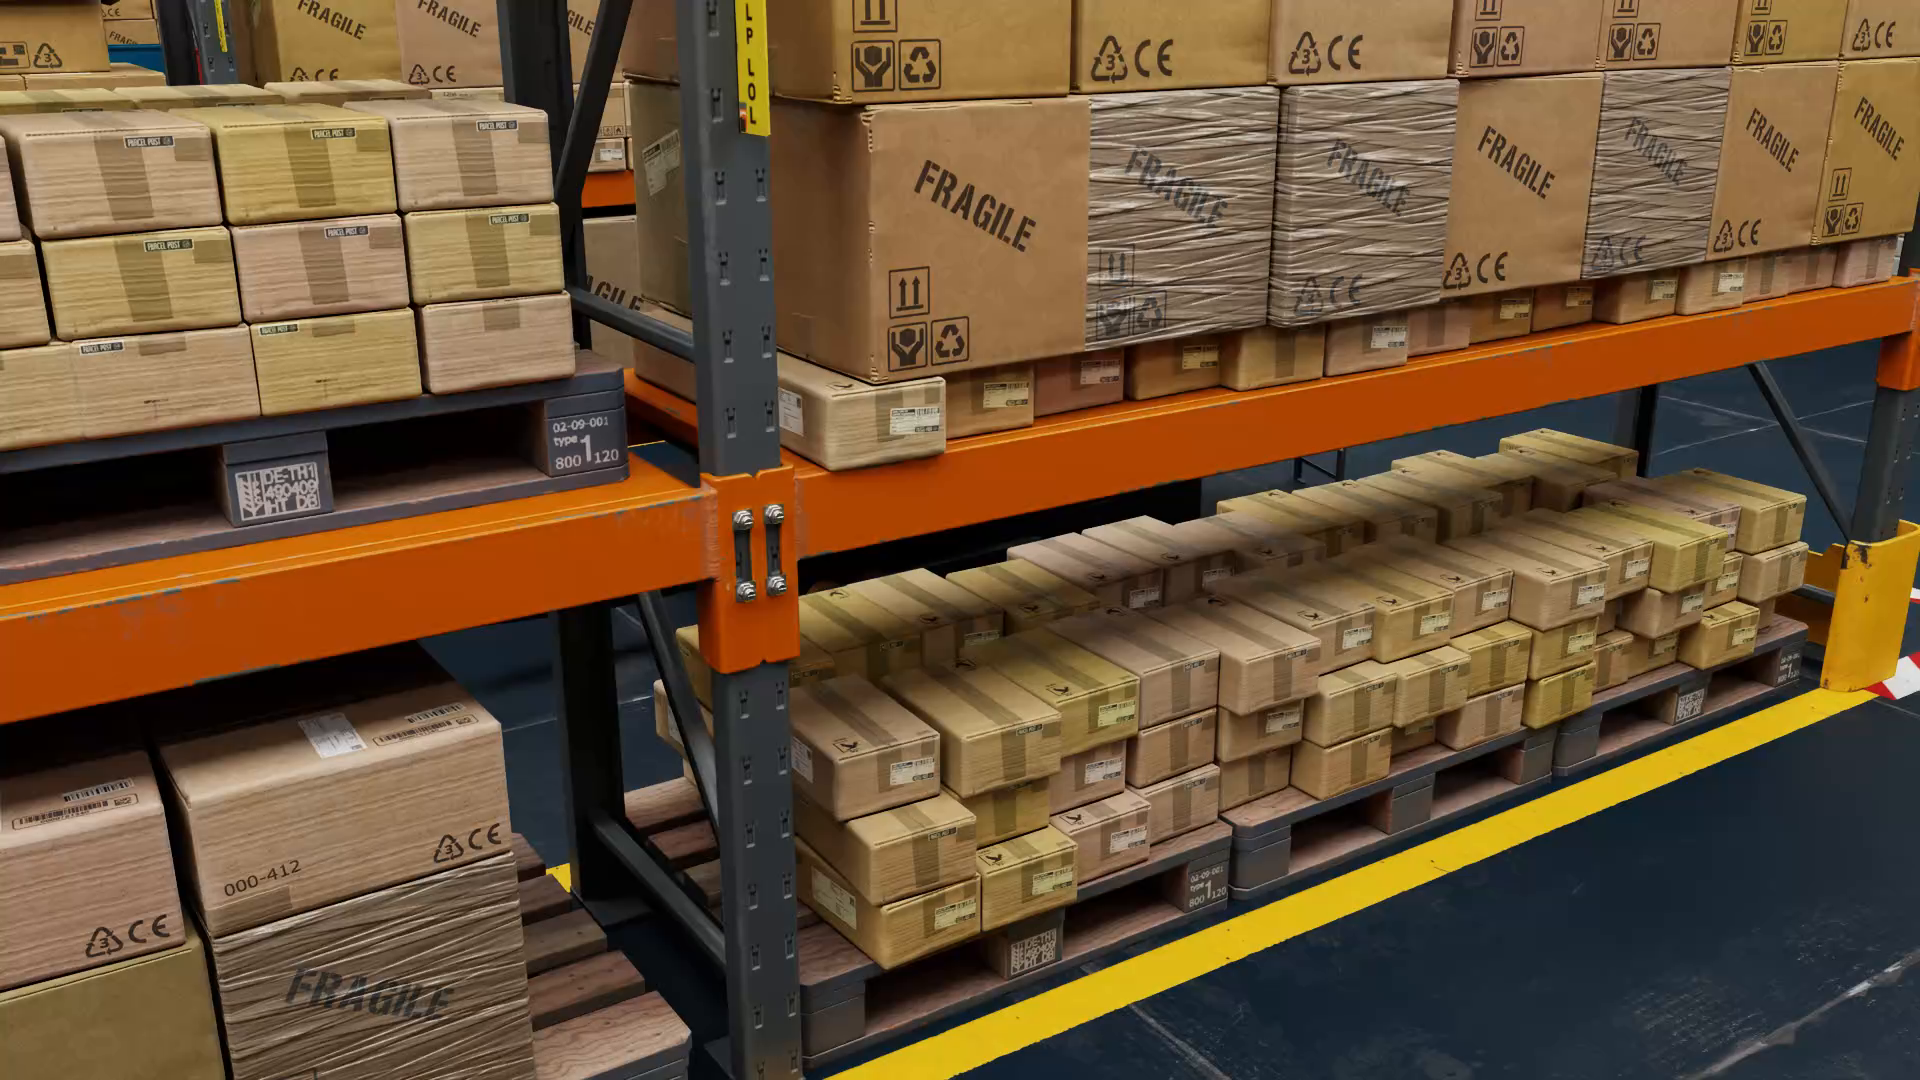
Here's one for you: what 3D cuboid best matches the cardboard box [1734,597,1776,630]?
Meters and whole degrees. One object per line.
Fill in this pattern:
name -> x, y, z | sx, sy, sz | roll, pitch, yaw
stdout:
cardboard box -> 2.371, 0.174, 5.341 | 0.250, 0.149, 0.380 | -11, 22, -30

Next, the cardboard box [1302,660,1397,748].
cardboard box -> 0.895, 0.374, 4.287 | 0.250, 0.149, 0.380 | -12, 22, -32

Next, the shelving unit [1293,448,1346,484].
shelving unit -> 1.238, -0.893, 7.046 | 0.755, 1.500, 0.431 | -6, 20, -17

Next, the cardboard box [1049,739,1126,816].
cardboard box -> 0.179, 0.490, 3.942 | 0.250, 0.149, 0.380 | -12, 22, -32

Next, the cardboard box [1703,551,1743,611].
cardboard box -> 2.164, 0.086, 5.138 | 0.250, 0.149, 0.380 | -13, 22, -33

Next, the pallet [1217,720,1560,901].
pallet -> 0.916, 0.556, 4.771 | 1.213, 0.211, 1.003 | -12, 22, -31

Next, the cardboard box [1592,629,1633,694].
cardboard box -> 1.744, 0.317, 4.918 | 0.250, 0.149, 0.380 | -12, 22, -31

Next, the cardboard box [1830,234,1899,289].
cardboard box -> 2.579, -0.874, 5.037 | 0.250, 0.149, 0.380 | -12, 22, -31

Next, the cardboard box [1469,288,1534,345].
cardboard box -> 1.242, -0.619, 4.285 | 0.250, 0.149, 0.380 | -11, 22, -30

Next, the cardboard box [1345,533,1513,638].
cardboard box -> 1.279, 0.121, 4.569 | 0.250, 0.149, 0.380 | -13, 23, -33

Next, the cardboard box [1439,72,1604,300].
cardboard box -> 1.188, -0.900, 4.102 | 0.500, 0.500, 0.500 | -11, 21, -29

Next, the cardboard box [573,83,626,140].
cardboard box -> -1.905, -2.027, 7.827 | 0.500, 0.250, 0.500 | -11, 22, -30

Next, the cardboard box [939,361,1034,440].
cardboard box -> -0.054, -0.330, 3.429 | 0.250, 0.149, 0.380 | -11, 22, -30

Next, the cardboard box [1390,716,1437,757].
cardboard box -> 1.074, 0.446, 4.537 | 0.250, 0.149, 0.380 | -11, 22, -30

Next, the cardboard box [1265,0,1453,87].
cardboard box -> 0.728, -1.273, 3.645 | 0.500, 0.500, 0.500 | -11, 22, -31

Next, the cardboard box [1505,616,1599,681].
cardboard box -> 1.553, 0.241, 4.679 | 0.250, 0.149, 0.380 | -12, 22, -31

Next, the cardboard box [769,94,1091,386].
cardboard box -> -0.093, -0.629, 3.302 | 0.500, 0.500, 0.500 | -12, 22, -32

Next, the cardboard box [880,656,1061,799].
cardboard box -> 0.019, 0.411, 3.713 | 0.250, 0.149, 0.380 | -11, 21, -29

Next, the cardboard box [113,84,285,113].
cardboard box -> -1.457, -0.786, 3.193 | 0.250, 0.149, 0.380 | -11, 22, -30

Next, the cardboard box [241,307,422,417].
cardboard box -> -1.085, -0.332, 2.780 | 0.250, 0.149, 0.380 | -12, 22, -31

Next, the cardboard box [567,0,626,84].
cardboard box -> -1.901, -2.384, 7.712 | 0.500, 0.500, 0.500 | -13, 22, -33

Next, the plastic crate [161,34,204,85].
plastic crate -> -5.129, -3.239, 11.449 | 0.583, 0.464, 0.402 | -12, 22, -31

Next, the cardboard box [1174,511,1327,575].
cardboard box -> 0.826, 0.053, 4.773 | 0.250, 0.149, 0.380 | -12, 22, -31

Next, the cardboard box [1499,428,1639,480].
cardboard box -> 2.071, -0.254, 5.681 | 0.250, 0.149, 0.380 | -13, 23, -34

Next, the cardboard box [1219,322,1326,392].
cardboard box -> 0.617, -0.464, 3.826 | 0.250, 0.149, 0.380 | -11, 22, -30

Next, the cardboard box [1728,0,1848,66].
cardboard box -> 2.027, -1.551, 4.468 | 0.500, 0.500, 0.500 | -13, 23, -33

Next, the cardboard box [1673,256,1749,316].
cardboard box -> 1.949, -0.740, 4.644 | 0.250, 0.149, 0.380 | -11, 22, -30

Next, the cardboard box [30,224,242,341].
cardboard box -> -1.297, -0.429, 2.603 | 0.250, 0.149, 0.380 | -11, 21, -29

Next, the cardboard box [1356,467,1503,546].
cardboard box -> 1.465, -0.098, 5.217 | 0.250, 0.149, 0.380 | -13, 23, -34

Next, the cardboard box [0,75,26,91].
cardboard box -> -3.946, -1.572, 6.555 | 0.500, 0.500, 0.500 | -11, 22, -30

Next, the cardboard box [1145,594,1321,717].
cardboard box -> 0.666, 0.278, 4.106 | 0.250, 0.149, 0.380 | -11, 22, -30

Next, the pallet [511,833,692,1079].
pallet -> -1.295, 1.037, 3.346 | 1.213, 0.211, 1.003 | -12, 22, -31

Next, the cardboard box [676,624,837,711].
cardboard box -> -0.491, 0.316, 3.992 | 0.250, 0.149, 0.380 | -11, 22, -30

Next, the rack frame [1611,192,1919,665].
rack frame -> 2.696, -1.126, 5.391 | 0.127, 3.000, 1.000 | -12, 22, -31

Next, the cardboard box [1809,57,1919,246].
cardboard box -> 2.462, -1.166, 4.889 | 0.500, 0.500, 0.500 | -11, 22, -30

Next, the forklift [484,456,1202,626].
forklift -> -0.516, -1.273, 5.933 | 3.031, 2.935, 1.130 | -13, 22, -33

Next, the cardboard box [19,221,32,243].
cardboard box -> -1.658, -0.604, 3.119 | 0.250, 0.149, 0.380 | -11, 22, -30

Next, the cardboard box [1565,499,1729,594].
cardboard box -> 2.005, 0.014, 4.888 | 0.250, 0.149, 0.380 | -12, 22, -33

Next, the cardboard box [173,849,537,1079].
cardboard box -> -1.125, 0.762, 3.055 | 0.500, 0.500, 0.500 | -12, 22, -32

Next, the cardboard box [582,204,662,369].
cardboard box -> -1.942, -1.211, 8.306 | 0.875, 0.875, 0.875 | -12, 22, -31

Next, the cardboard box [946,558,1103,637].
cardboard box -> 0.164, 0.190, 4.365 | 0.250, 0.149, 0.380 | -11, 22, -30

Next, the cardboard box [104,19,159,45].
cardboard box -> -7.732, -4.571, 15.426 | 0.500, 0.500, 0.500 | -11, 22, -30

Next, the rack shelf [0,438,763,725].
rack shelf -> -2.316, 0.272, 2.380 | 4.000, 0.370, 1.077 | -12, 22, -31

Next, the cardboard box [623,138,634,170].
cardboard box -> -1.558, -1.885, 8.028 | 0.250, 0.149, 0.380 | -13, 22, -33

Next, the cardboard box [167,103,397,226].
cardboard box -> -1.097, -0.612, 2.680 | 0.250, 0.149, 0.380 | -13, 22, -33

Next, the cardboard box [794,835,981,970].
cardboard box -> -0.164, 0.752, 3.632 | 0.250, 0.149, 0.380 | -13, 23, -34

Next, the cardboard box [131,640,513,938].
cardboard box -> -1.128, 0.408, 2.932 | 0.500, 0.250, 0.500 | -13, 22, -33

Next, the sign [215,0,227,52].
sign -> -2.982, -2.133, 6.687 | 0.005, 0.325, 0.100 | -12, 22, -31

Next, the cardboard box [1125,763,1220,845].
cardboard box -> 0.421, 0.590, 4.113 | 0.250, 0.149, 0.380 | -12, 22, -33
